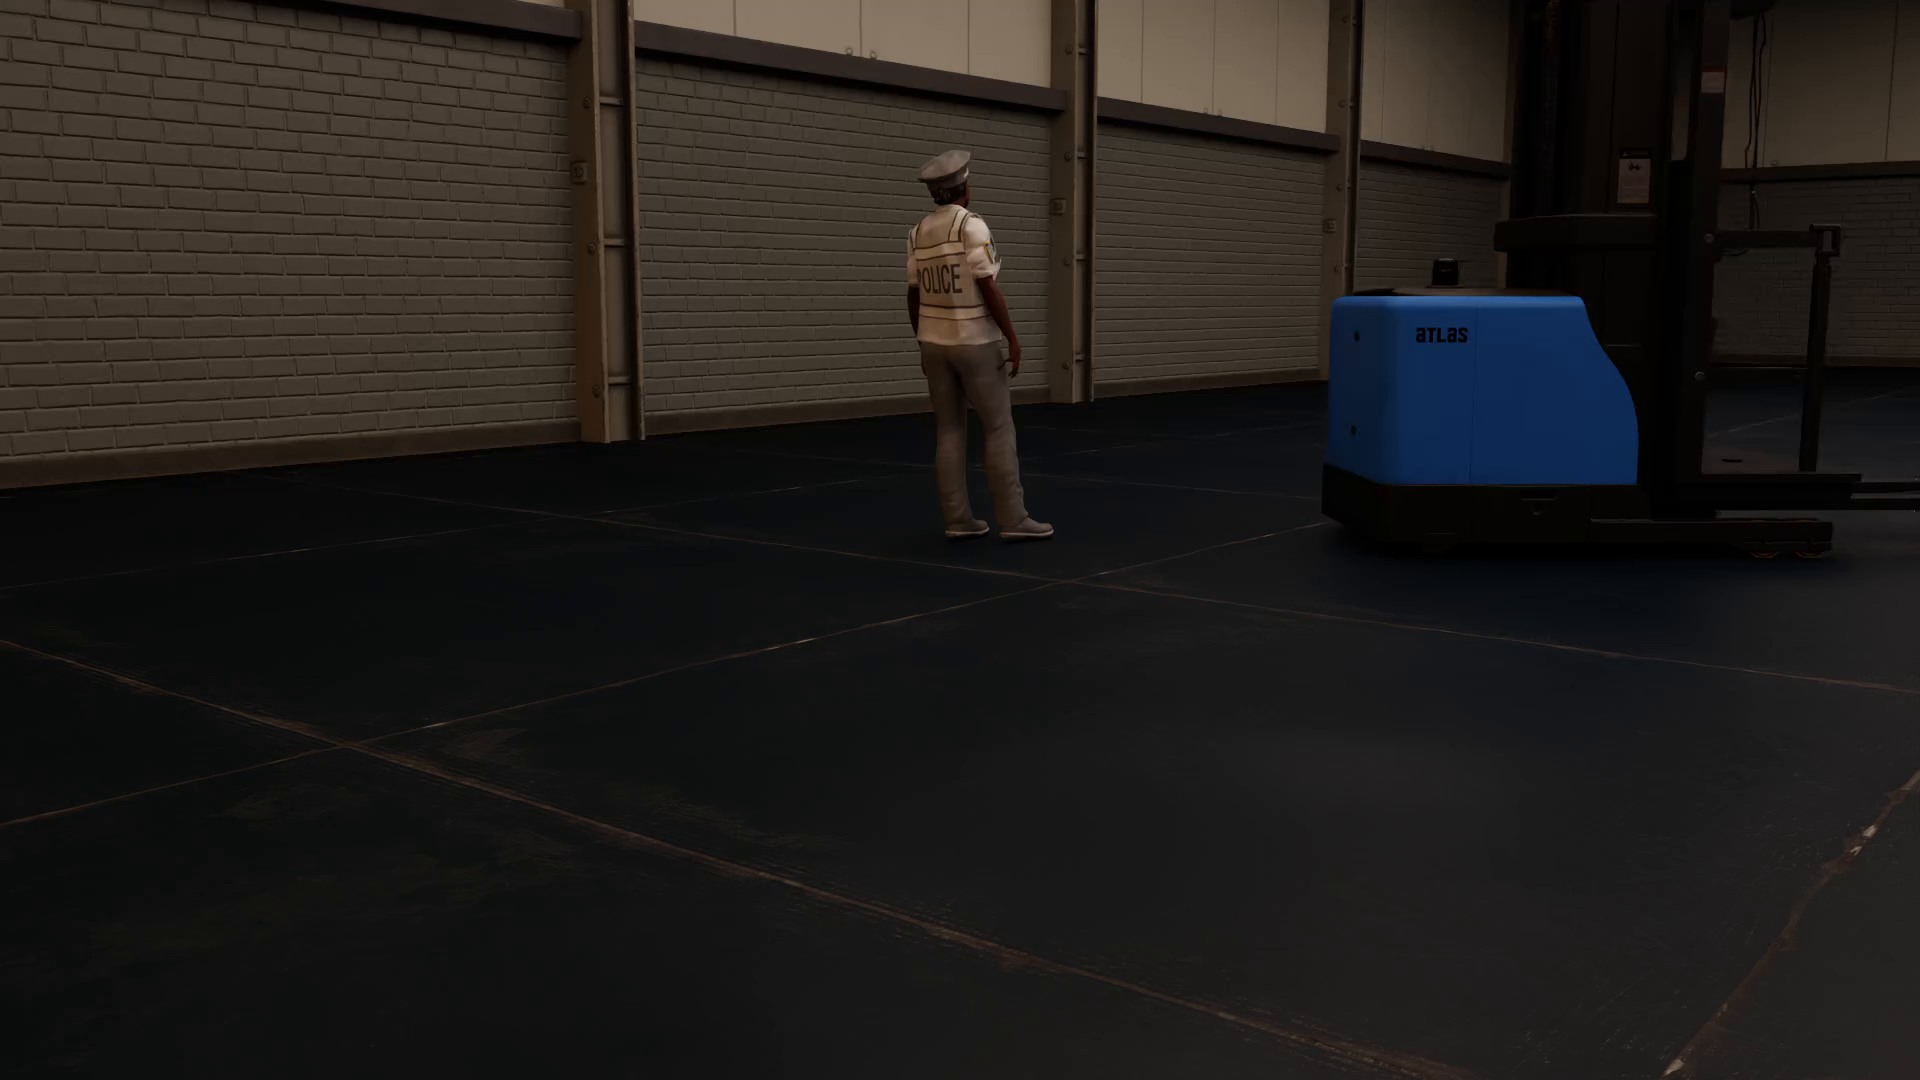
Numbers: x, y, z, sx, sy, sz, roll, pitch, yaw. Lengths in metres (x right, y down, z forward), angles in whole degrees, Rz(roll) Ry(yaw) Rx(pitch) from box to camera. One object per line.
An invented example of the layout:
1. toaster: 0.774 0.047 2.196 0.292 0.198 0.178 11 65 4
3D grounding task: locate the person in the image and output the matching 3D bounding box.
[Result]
1. person: 0.062 -0.852 7.326 0.570 1.695 0.530 7 11 38

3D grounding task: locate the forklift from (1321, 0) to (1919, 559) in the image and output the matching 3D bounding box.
1. forklift: 3.213 -1.448 7.175 3.031 2.935 1.130 0 8 -2
